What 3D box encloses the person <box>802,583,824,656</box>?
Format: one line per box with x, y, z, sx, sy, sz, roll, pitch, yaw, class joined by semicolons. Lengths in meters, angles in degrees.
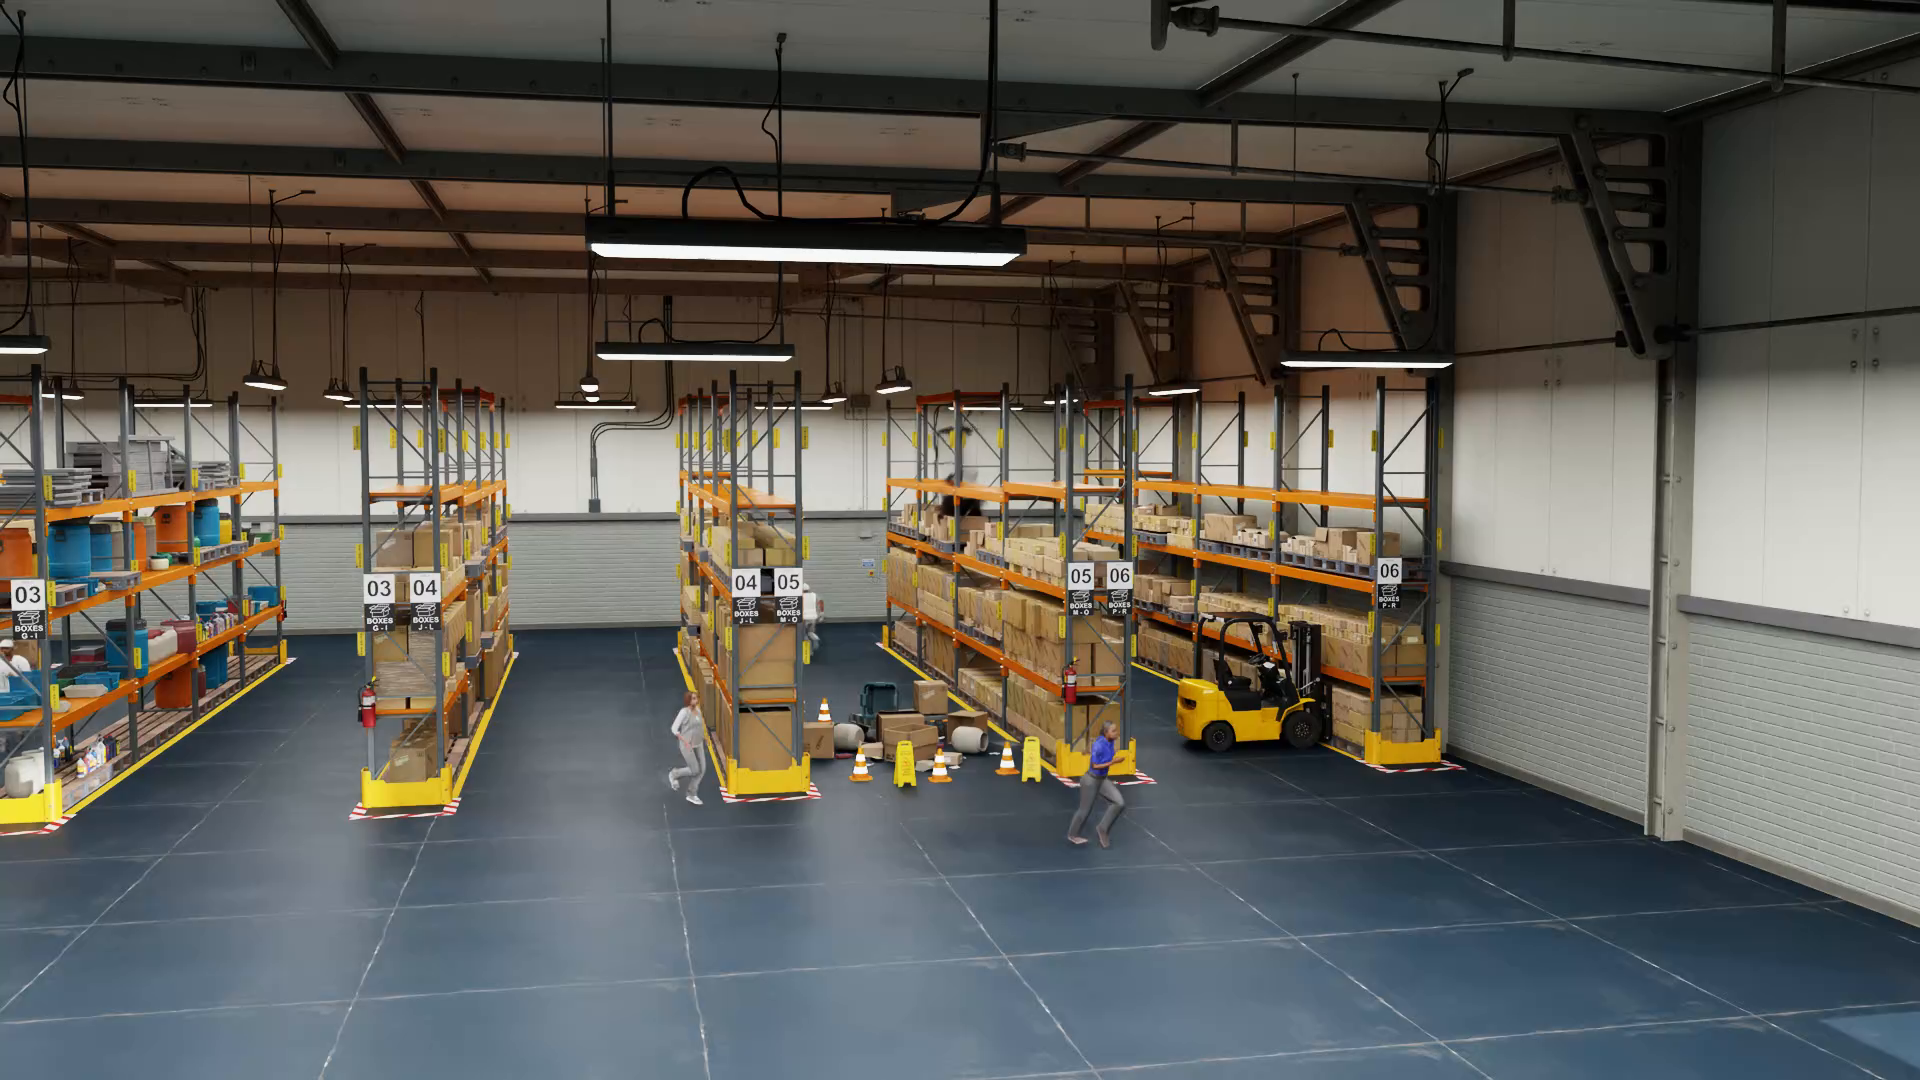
-3.519;1.866;38.685;0.676;1.710;0.770;-2;4;-30;person

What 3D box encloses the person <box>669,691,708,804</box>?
-3.776;2.867;23.074;0.549;1.567;0.547;2;4;34;person

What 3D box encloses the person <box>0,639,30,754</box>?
-15.397;2.495;26.929;0.684;1.800;0.911;-1;4;-18;person

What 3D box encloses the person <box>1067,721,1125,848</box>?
1.680;2.977;20.313;0.868;1.590;0.557;3;4;41;person
